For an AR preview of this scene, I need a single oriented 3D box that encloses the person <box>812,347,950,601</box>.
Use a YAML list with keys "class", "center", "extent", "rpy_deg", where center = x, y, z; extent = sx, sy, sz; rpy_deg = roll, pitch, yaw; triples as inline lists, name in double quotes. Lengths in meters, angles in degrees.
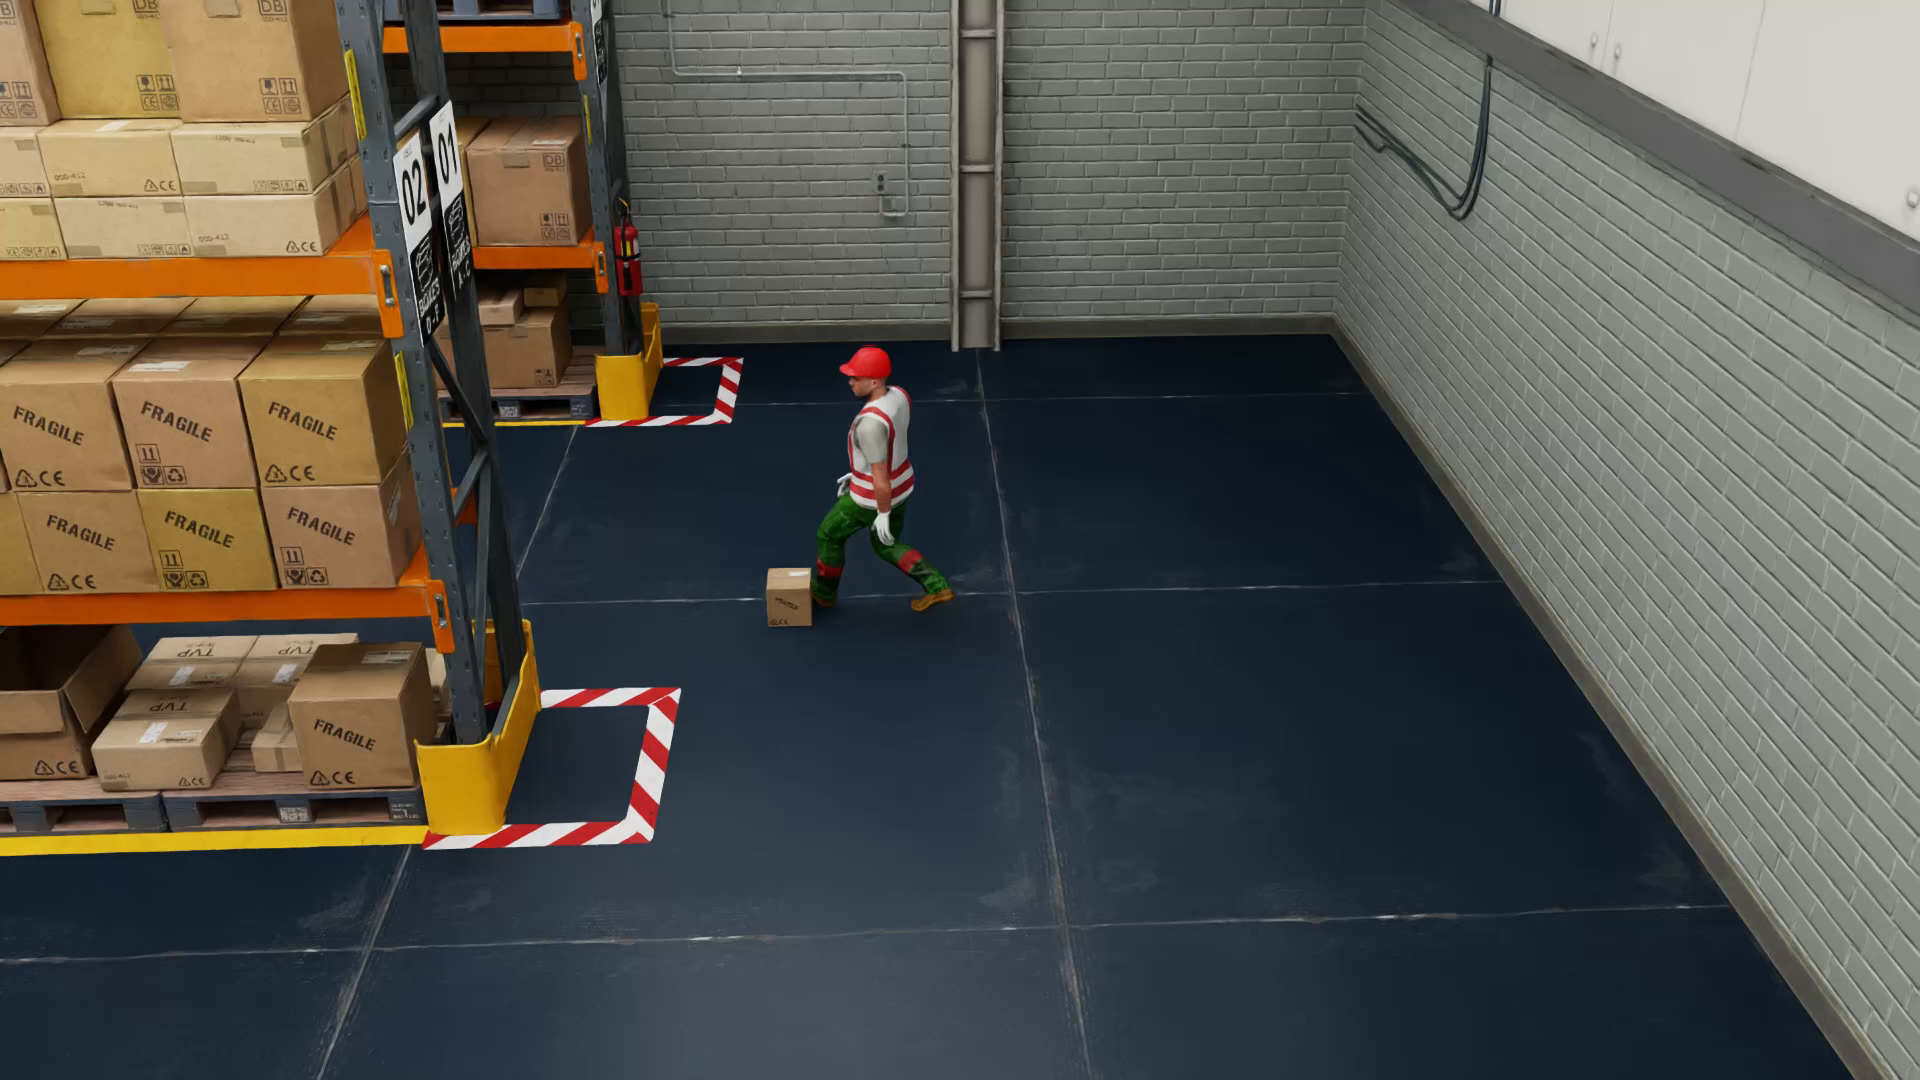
- class: "person"
  center: [-0.484, -0.315, 9.265]
  extent: [0.867, 1.634, 0.507]
  rpy_deg: [14, 30, 25]
